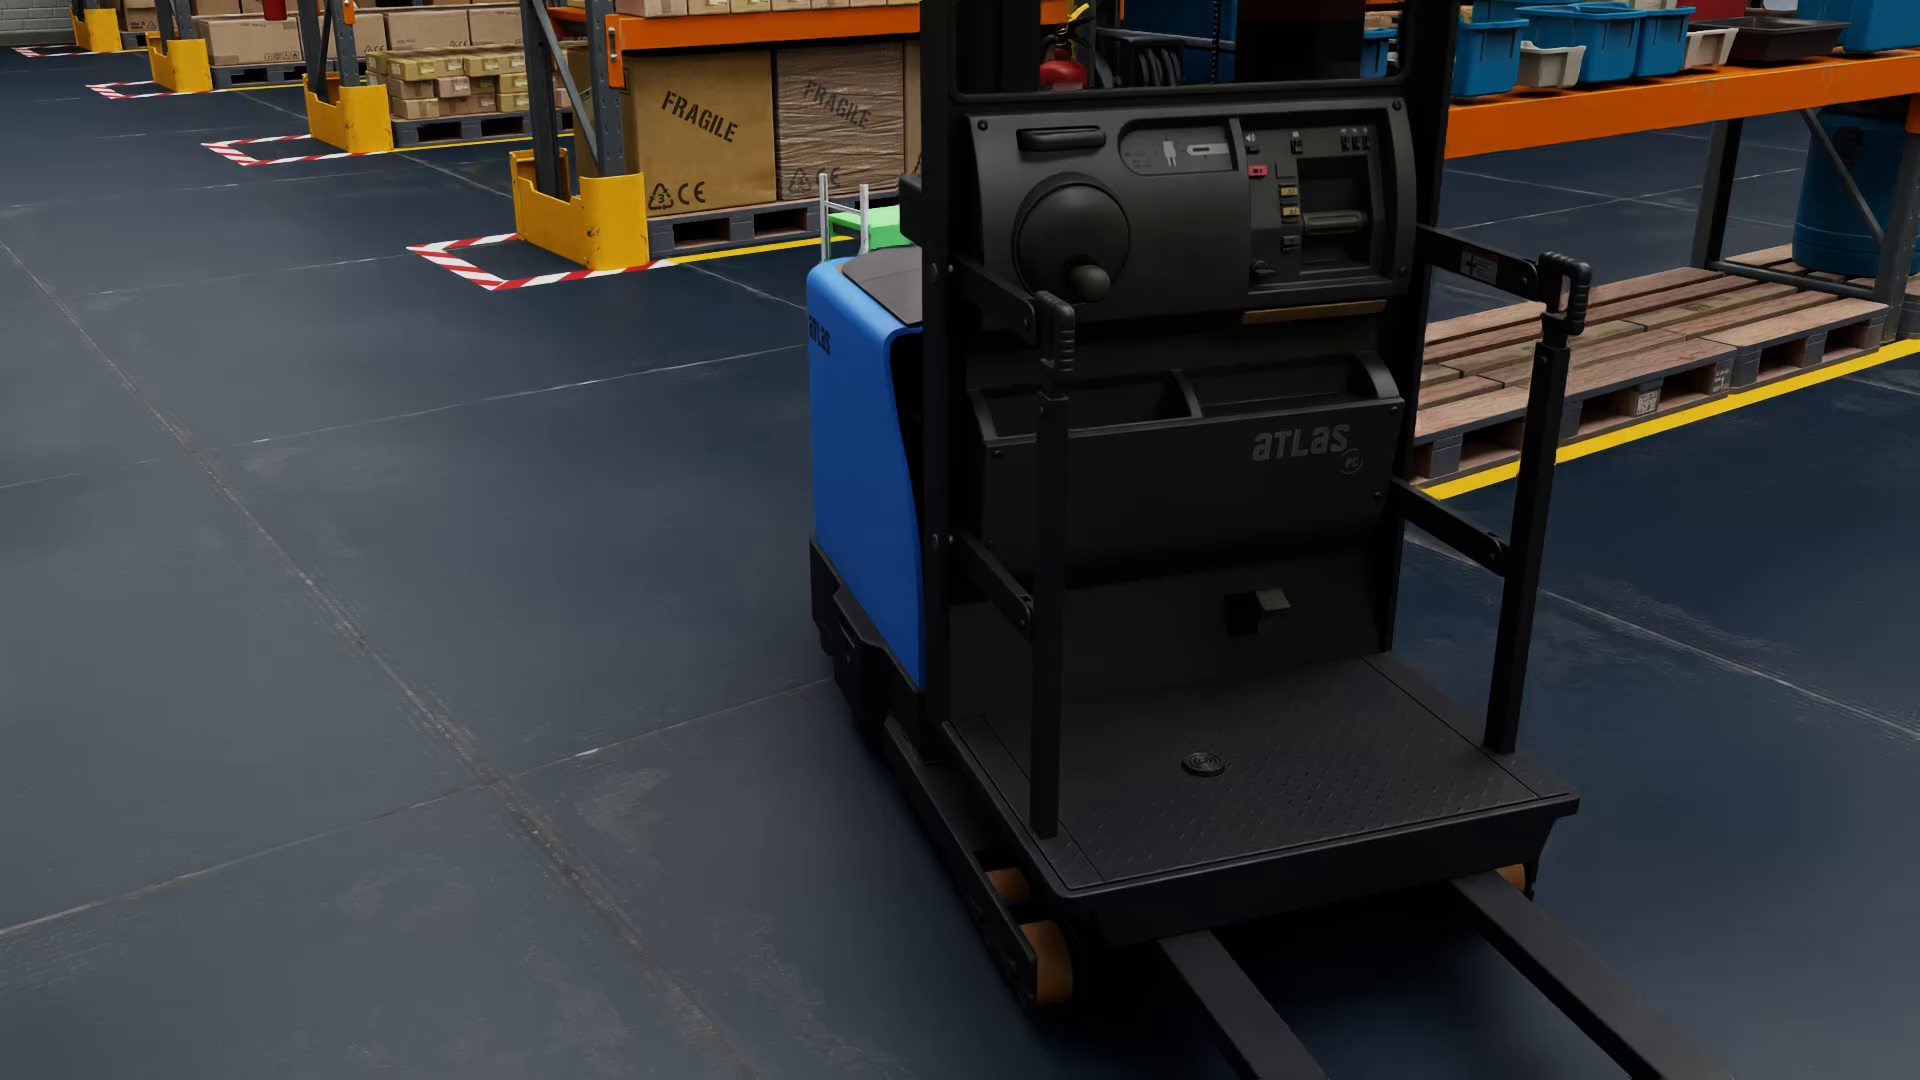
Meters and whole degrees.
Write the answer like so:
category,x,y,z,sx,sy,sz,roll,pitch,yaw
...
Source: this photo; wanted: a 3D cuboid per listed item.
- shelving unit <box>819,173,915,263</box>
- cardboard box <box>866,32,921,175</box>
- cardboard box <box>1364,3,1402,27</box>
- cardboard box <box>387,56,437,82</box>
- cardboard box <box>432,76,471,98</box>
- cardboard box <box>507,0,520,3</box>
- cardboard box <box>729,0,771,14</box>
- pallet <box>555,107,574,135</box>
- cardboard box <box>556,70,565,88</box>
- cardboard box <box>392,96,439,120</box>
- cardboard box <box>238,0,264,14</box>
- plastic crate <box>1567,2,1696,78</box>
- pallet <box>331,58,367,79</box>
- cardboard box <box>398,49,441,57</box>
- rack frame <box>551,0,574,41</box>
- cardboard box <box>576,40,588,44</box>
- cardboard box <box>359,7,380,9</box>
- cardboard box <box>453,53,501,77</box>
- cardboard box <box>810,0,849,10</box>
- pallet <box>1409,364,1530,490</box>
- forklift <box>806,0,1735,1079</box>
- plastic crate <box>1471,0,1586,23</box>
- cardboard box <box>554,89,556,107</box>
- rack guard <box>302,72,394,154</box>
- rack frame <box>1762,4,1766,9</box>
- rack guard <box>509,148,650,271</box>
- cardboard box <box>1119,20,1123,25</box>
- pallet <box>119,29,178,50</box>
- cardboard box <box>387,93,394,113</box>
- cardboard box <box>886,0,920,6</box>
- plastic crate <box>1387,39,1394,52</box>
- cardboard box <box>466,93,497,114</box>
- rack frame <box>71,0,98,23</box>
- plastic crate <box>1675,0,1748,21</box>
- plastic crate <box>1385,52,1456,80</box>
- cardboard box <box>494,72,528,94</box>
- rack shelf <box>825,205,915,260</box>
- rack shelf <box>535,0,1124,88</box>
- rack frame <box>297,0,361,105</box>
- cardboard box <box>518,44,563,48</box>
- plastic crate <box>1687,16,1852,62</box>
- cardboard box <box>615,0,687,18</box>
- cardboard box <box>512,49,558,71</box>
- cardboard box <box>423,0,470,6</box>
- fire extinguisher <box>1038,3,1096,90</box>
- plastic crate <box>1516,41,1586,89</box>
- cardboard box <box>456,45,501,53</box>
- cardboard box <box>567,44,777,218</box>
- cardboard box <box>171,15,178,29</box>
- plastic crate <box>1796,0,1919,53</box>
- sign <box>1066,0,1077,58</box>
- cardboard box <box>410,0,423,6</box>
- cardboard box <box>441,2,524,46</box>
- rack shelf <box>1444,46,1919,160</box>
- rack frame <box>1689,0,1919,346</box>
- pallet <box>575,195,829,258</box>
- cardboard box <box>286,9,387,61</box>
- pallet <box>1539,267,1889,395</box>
category,x,y,z,sx,sy,sz,roll,pitch,yaw
shelving unit,-0.134,-0.521,5.084,0.503,1.200,0.258,-15,26,-33
cardboard box,-0.227,-2.828,10.737,0.875,0.875,0.875,-15,26,-33
cardboard box,3.032,-3.674,12.856,0.875,0.875,1.225,-15,26,-33
cardboard box,-4.352,-3.740,13.200,0.250,0.149,0.380,-16,27,-35
cardboard box,-4.145,-3.669,13.423,0.250,0.149,0.380,-15,26,-33
cardboard box,-6.245,-7.704,23.460,0.500,0.500,0.500,-16,27,-34
cardboard box,-1.265,-3.040,9.307,0.250,0.149,0.380,-16,27,-34
pallet,-3.245,-3.731,14.461,1.213,0.211,1.003,-15,26,-33
cardboard box,-3.371,-3.929,14.074,0.250,0.149,0.380,-13,25,-30
cardboard box,-4.364,-3.470,13.325,0.250,0.149,0.380,-14,26,-32
cardboard box,-9.095,-6.937,21.540,0.500,0.500,0.500,-14,26,-32
plastic crate,2.437,-1.832,6.086,0.300,0.233,0.416,-15,26,-33
pallet,-6.356,-5.213,18.176,1.213,0.211,1.003,-15,26,-33
cardboard box,-4.457,-3.957,13.743,0.250,0.149,0.380,-14,26,-32
rack frame,-4.702,-6.915,18.678,0.127,3.000,1.000,-15,26,-33
cardboard box,-3.190,-4.294,14.587,0.250,0.149,0.380,-16,27,-35
cardboard box,-7.884,-7.070,22.346,0.250,0.149,0.380,-16,27,-34
cardboard box,-3.919,-3.852,13.480,0.250,0.149,0.380,-15,26,-33
cardboard box,-0.847,-3.152,9.586,0.250,0.149,0.380,-16,27,-34
pallet,1.424,-0.449,6.238,1.213,0.211,1.003,-15,26,-33
forklift,0.537,-0.639,3.044,1.130,2.935,3.031,-7,23,-17
plastic crate,2.249,-2.050,6.630,0.300,0.233,0.416,-15,26,-33
cardboard box,-3.578,-3.713,13.935,0.250,0.149,0.380,-15,26,-33
rack guard,-4.914,-3.437,13.336,0.348,0.500,1.175,-15,26,-33
rack frame,7.580,-5.665,15.546,0.127,3.000,1.000,-15,26,-33
rack guard,-2.181,-1.902,9.487,0.348,0.500,1.175,-15,26,-33
cardboard box,1.594,-3.286,11.885,0.875,0.875,1.225,-15,26,-33
pallet,-10.142,-6.436,21.240,1.213,0.211,1.003,-15,26,-33
cardboard box,-4.670,-3.630,13.725,0.250,0.149,0.380,-14,26,-32
cardboard box,-0.432,-3.262,9.863,0.250,0.149,0.380,-16,27,-34
plastic crate,1.531,-1.772,6.066,0.243,0.136,0.396,-15,26,-33
cardboard box,-4.001,-3.607,13.668,0.250,0.149,0.380,-15,26,-32
rack frame,-10.851,-7.542,20.249,0.127,3.000,1.000,-15,26,-33
plastic crate,3.107,-2.383,7.154,0.583,0.464,0.402,-15,26,-33
plastic crate,1.433,-1.482,5.338,0.298,0.136,0.250,-15,26,-33
cardboard box,-3.727,-3.772,13.680,0.250,0.149,0.380,-14,26,-31
rack shelf,-0.135,-0.908,4.930,0.480,0.148,0.258,-15,26,-33
rack shelf,-0.538,-3.167,10.255,4.000,0.370,1.077,-15,26,-33
rack frame,-4.976,-4.582,12.831,0.127,3.000,1.000,-15,26,-33
cardboard box,-3.609,-4.187,14.319,0.250,0.149,0.380,-16,27,-35
plastic crate,3.227,-2.021,6.703,0.590,0.125,0.437,-15,26,-33
cardboard box,-1.680,-2.929,9.027,0.250,0.149,0.380,-15,26,-32
cardboard box,-3.536,-3.988,13.820,0.250,0.149,0.380,-14,26,-31
cardboard box,-7.080,-7.479,22.897,0.500,0.500,0.500,-14,25,-31
fire extinguisher,0.344,-1.473,5.647,0.183,0.674,0.296,-15,26,-33
plastic crate,1.984,-1.629,5.706,0.298,0.136,0.250,-15,26,-33
cardboard box,-4.073,-4.088,14.072,0.250,0.149,0.380,-16,27,-35
cardboard box,-1.688,-2.439,9.761,0.875,0.875,0.875,-15,26,-33
cardboard box,-9.931,-6.597,21.161,0.250,0.149,0.380,-16,27,-35
plastic crate,3.799,-2.260,6.954,0.575,0.384,0.392,-15,26,-33
sign,0.397,-1.816,5.679,0.005,0.325,0.100,-15,26,-33
cardboard box,-7.378,-7.637,23.293,0.500,0.500,0.500,-15,26,-33
cardboard box,-5.274,-5.816,18.816,0.875,0.438,0.875,-15,26,-34
rack shelf,2.355,-1.677,6.521,4.000,0.370,1.077,-15,26,-33
rack frame,3.978,-2.444,7.473,0.127,3.000,1.000,-15,26,-33
pallet,-1.558,-1.969,10.047,1.213,0.211,1.003,-15,26,-33
cardboard box,-6.733,-5.428,17.842,0.875,0.438,0.875,-14,26,-31
pallet,3.404,-0.978,7.561,1.213,0.211,1.003,-15,26,-33
